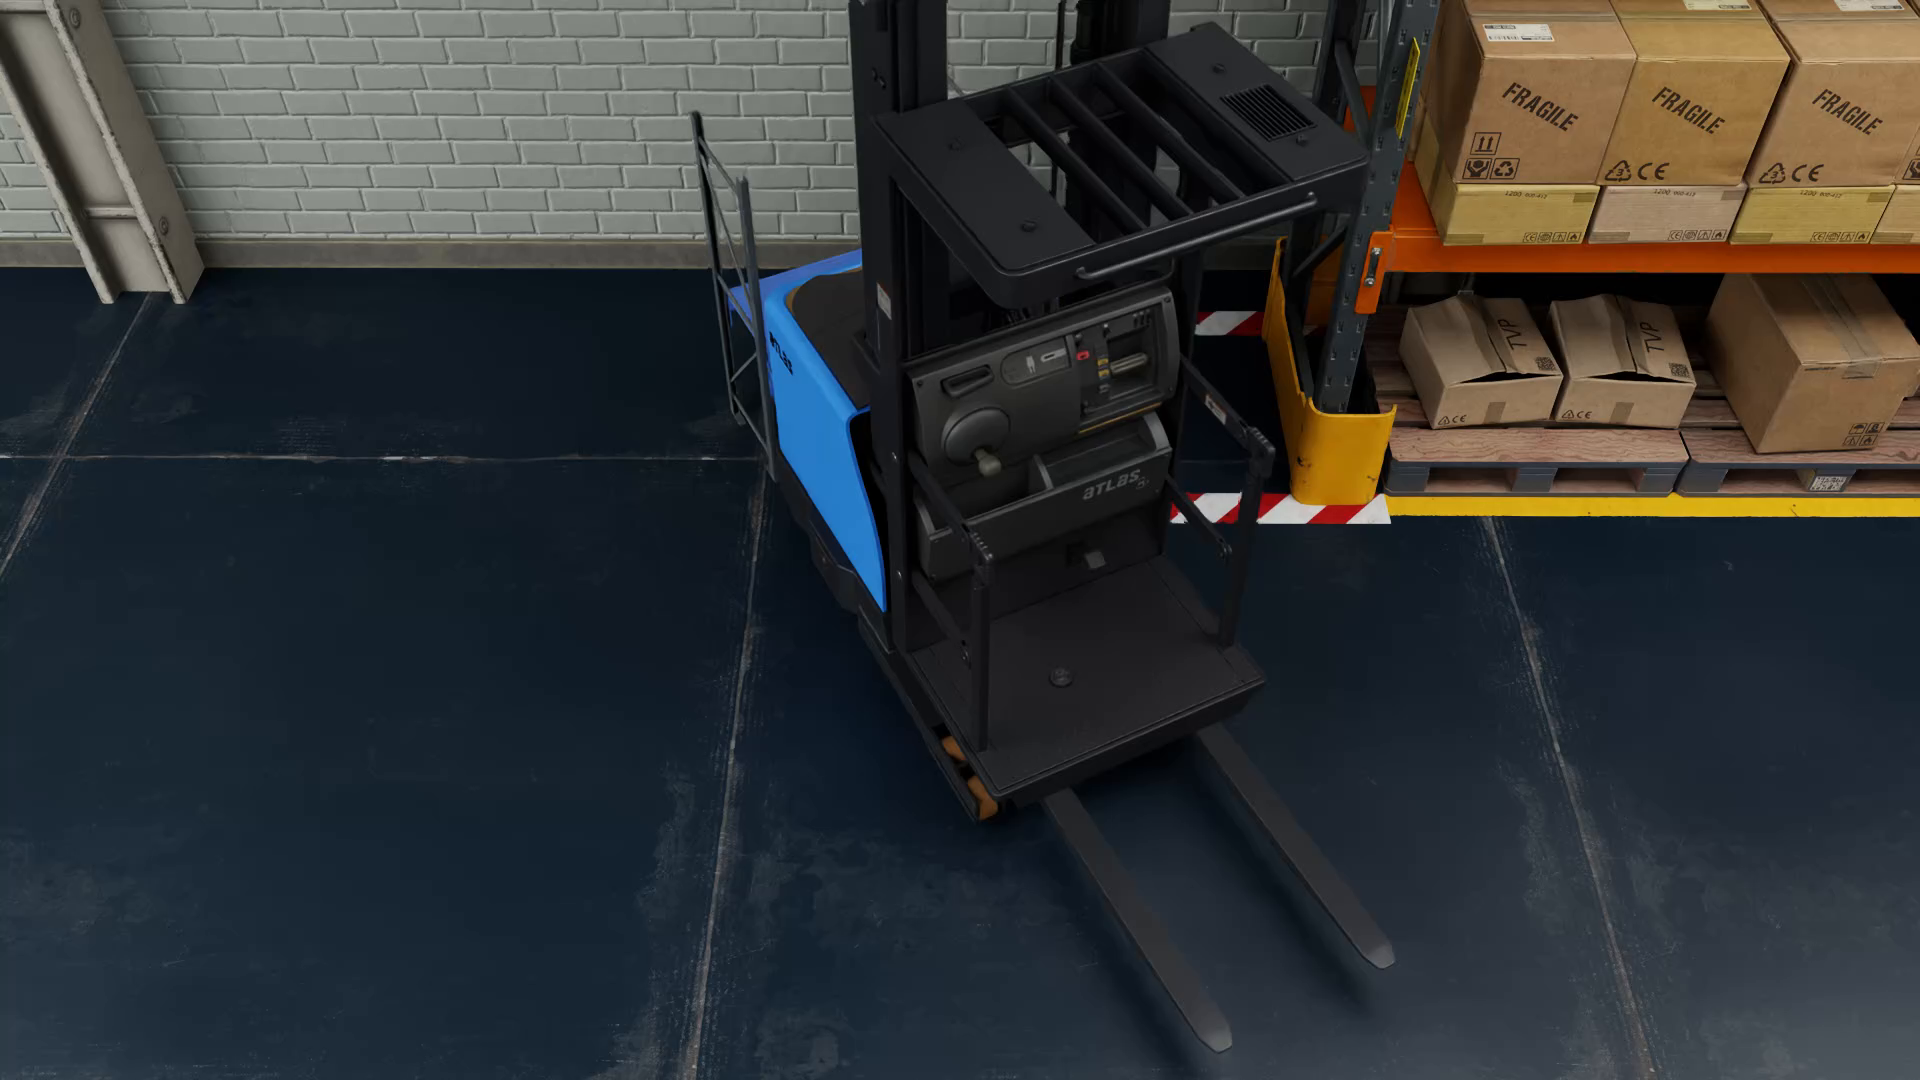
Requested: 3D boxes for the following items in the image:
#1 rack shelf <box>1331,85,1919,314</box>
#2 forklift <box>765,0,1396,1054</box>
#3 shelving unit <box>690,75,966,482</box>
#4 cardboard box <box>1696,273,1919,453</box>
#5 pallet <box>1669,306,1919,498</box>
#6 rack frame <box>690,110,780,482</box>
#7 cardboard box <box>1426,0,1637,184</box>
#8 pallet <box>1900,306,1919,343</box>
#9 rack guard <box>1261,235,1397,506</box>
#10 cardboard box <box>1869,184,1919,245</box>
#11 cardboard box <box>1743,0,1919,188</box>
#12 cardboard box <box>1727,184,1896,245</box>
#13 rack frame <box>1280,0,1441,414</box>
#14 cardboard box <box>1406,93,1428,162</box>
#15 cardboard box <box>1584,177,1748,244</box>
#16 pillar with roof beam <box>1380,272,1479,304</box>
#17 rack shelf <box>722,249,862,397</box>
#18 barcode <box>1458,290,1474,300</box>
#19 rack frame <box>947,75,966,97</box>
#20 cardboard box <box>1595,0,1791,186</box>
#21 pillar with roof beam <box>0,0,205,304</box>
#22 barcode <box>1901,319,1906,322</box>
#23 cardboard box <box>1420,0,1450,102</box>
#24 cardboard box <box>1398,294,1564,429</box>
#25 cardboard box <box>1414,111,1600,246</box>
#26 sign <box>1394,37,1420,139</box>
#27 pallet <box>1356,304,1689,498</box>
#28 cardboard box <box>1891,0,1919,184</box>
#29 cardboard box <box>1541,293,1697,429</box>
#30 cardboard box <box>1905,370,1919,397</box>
[{"bbox_3d":[3.479,-1.344,6.443,4.000,0.370,1.077,0,47,0],"label":"rack shelf"},{"bbox_3d":[0.381,-0.397,5.117,1.130,2.935,3.031,-21,50,-18],"label":"forklift"},{"bbox_3d":[-0.423,-1.089,6.739,1.048,1.500,0.538,-20,50,-18],"label":"shelving unit"},{"bbox_3d":[3.474,-0.785,6.839,0.500,0.500,0.700,-3,47,-2],"label":"cardboard box"},{"bbox_3d":[3.584,-0.611,7.174,1.213,0.211,1.003,0,47,0],"label":"pallet"},{"bbox_3d":[-0.876,-0.920,6.582,0.032,1.500,0.500,-20,50,-18],"label":"rack frame"},{"bbox_3d":[1.955,-1.585,5.752,0.500,0.500,0.500,0,47,0],"label":"cardboard box"},{"bbox_3d":[4.807,-0.610,7.173,1.213,0.211,1.003,0,47,0],"label":"pallet"},{"bbox_3d":[1.555,-0.743,7.100,0.348,0.500,1.175,0,47,0],"label":"rack guard"},{"bbox_3d":[3.500,-1.317,6.015,0.500,0.250,0.500,1,47,1],"label":"cardboard box"},{"bbox_3d":[2.966,-1.570,5.739,0.500,0.500,0.500,-1,47,-1],"label":"cardboard box"},{"bbox_3d":[2.994,-1.320,6.018,0.500,0.250,0.500,-1,47,0],"label":"cardboard box"},{"bbox_3d":[1.479,-1.595,6.185,0.127,3.000,1.000,0,47,0],"label":"rack frame"},{"bbox_3d":[1.947,-1.691,6.364,0.500,0.250,0.500,1,47,1],"label":"cardboard box"},{"bbox_3d":[2.485,-1.326,6.024,0.500,0.250,0.500,-1,47,-1],"label":"cardboard box"},{"bbox_3d":[2.166,-1.119,1.644,0.400,9.000,9.100,0,47,0],"label":"pillar with roof beam"},{"bbox_3d":[-0.423,-0.966,6.870,1.000,0.185,0.538,-20,50,-18],"label":"rack shelf"},{"bbox_3d":[2.190,-1.057,7.214,0.075,0.075,0.001,0,47,0],"label":"barcode"},{"bbox_3d":[0.030,-1.258,6.896,0.032,1.500,0.500,-20,50,-18],"label":"rack frame"},{"bbox_3d":[2.449,-1.576,5.744,0.500,0.500,0.500,0,47,0],"label":"cardboard box"},{"bbox_3d":[-3.834,-1.135,1.659,0.400,9.000,9.100,0,47,0],"label":"pillar with roof beam"},{"bbox_3d":[4.009,-0.921,7.129,0.075,0.075,0.001,0,47,0],"label":"barcode"},{"bbox_3d":[1.951,-1.960,6.102,0.500,0.500,0.500,0,47,0],"label":"cardboard box"},{"bbox_3d":[2.170,-0.761,6.945,0.500,0.311,0.500,-5,47,-4],"label":"cardboard box"},{"bbox_3d":[1.966,-1.317,6.015,0.500,0.250,0.500,-1,47,-1],"label":"cardboard box"},{"bbox_3d":[1.477,-1.493,5.499,0.005,0.325,0.100,0,47,0],"label":"sign"},{"bbox_3d":[2.367,-0.616,7.179,1.213,0.211,1.003,0,47,0],"label":"pallet"},{"bbox_3d":[3.482,-1.577,5.745,0.500,0.500,0.500,1,47,1],"label":"cardboard box"},{"bbox_3d":[2.741,-0.759,6.944,0.500,0.311,0.500,4,47,3],"label":"cardboard box"},{"bbox_3d":[3.880,-0.781,7.075,0.250,0.149,0.380,-3,47,-3],"label":"cardboard box"}]
